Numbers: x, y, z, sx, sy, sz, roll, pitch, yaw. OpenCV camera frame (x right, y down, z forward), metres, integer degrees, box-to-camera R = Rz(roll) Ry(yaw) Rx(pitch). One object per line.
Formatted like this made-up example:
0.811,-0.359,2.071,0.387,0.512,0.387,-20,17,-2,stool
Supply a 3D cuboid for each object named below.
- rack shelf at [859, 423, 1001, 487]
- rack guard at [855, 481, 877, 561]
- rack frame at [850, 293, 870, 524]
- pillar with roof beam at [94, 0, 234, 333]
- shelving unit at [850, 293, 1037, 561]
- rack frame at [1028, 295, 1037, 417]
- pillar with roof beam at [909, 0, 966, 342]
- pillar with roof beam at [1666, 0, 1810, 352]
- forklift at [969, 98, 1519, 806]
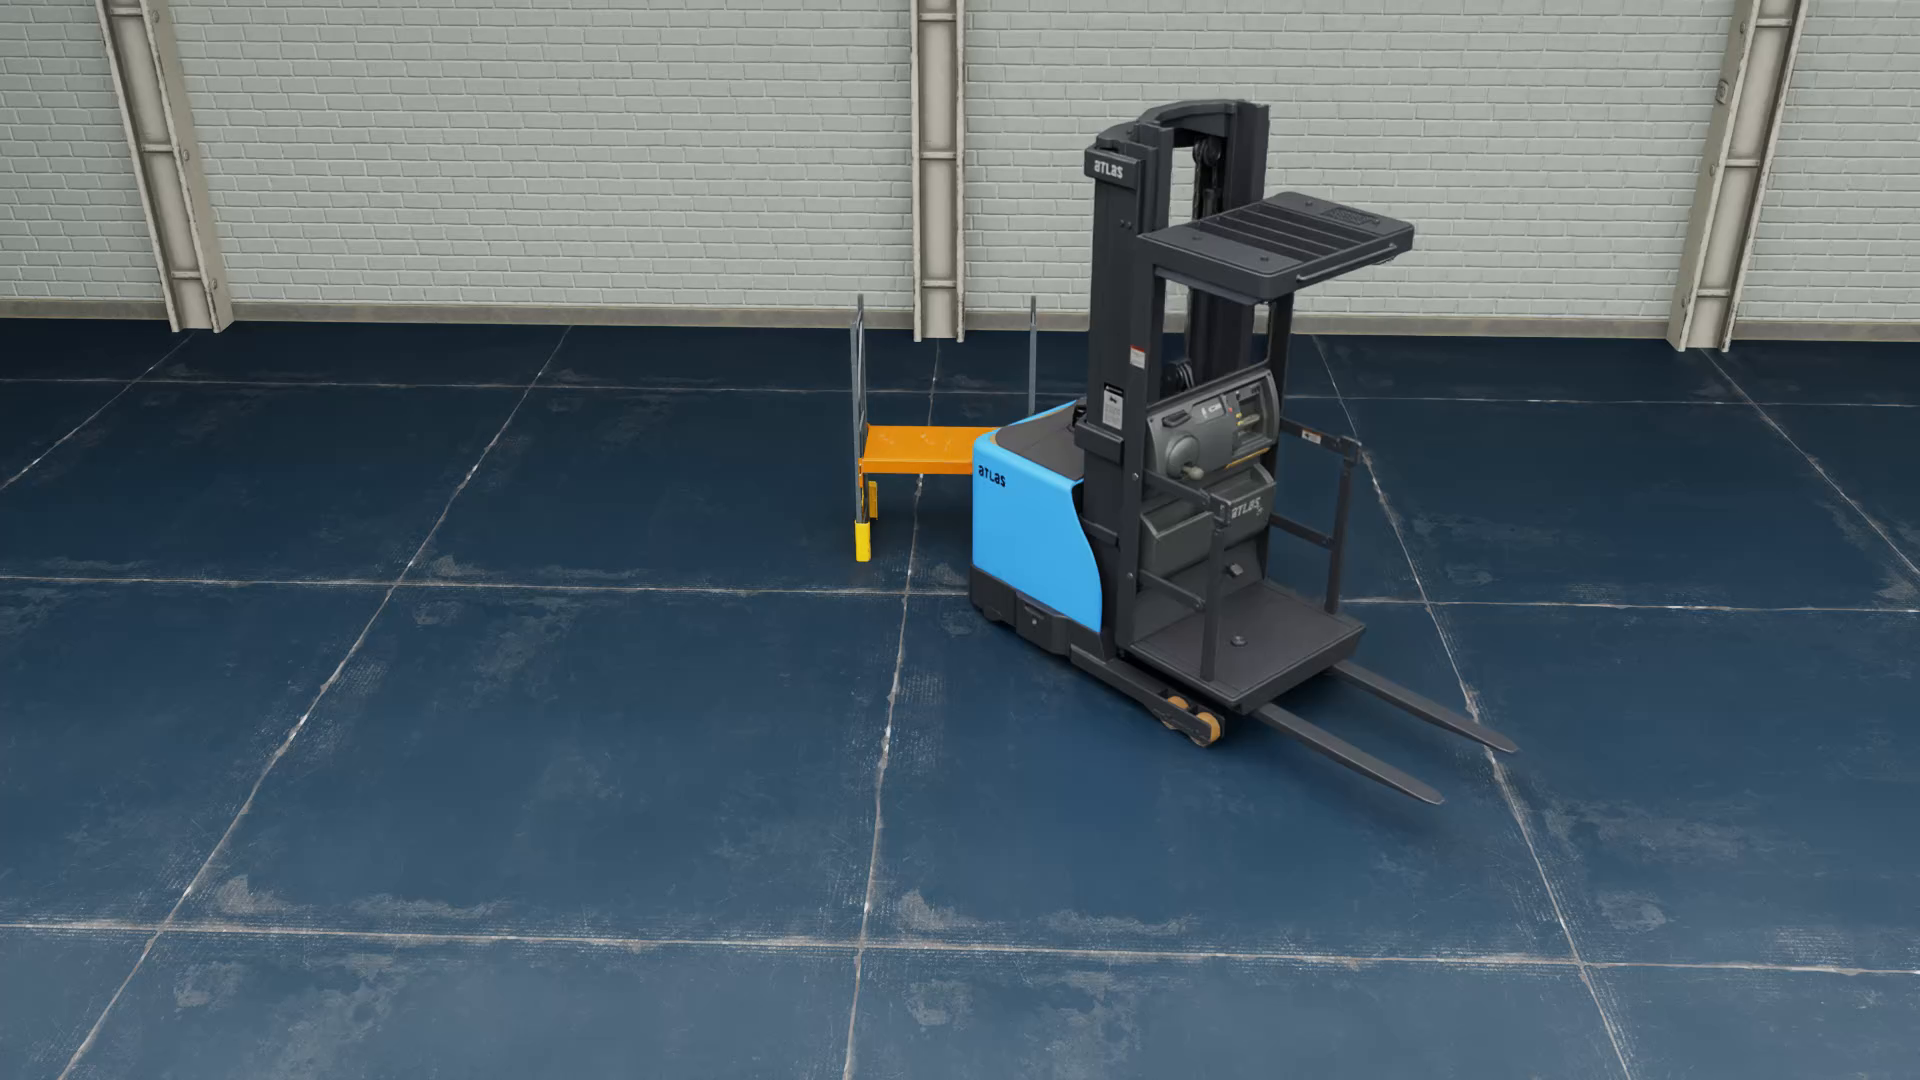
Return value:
-0.085,-0.505,9.986,1.000,0.185,0.538,1,28,2,rack shelf
-0.574,-0.120,10.209,0.087,0.250,0.587,1,28,2,rack guard
-0.593,-0.672,9.917,0.032,1.500,0.500,1,28,2,rack frame
-6.311,-3.709,7.638,0.400,9.000,9.100,1,28,2,pillar with roof beam
-0.076,-0.664,9.901,1.083,1.500,0.587,1,28,2,shelving unit
0.423,-0.656,9.886,0.032,1.500,0.500,1,28,2,rack frame
-0.315,-3.610,7.451,0.400,9.000,9.100,1,28,2,pillar with roof beam
5.682,-3.510,7.264,0.400,9.000,9.100,1,28,2,pillar with roof beam
1.406,-0.535,8.130,1.130,2.935,3.031,-23,35,-36,forklift
